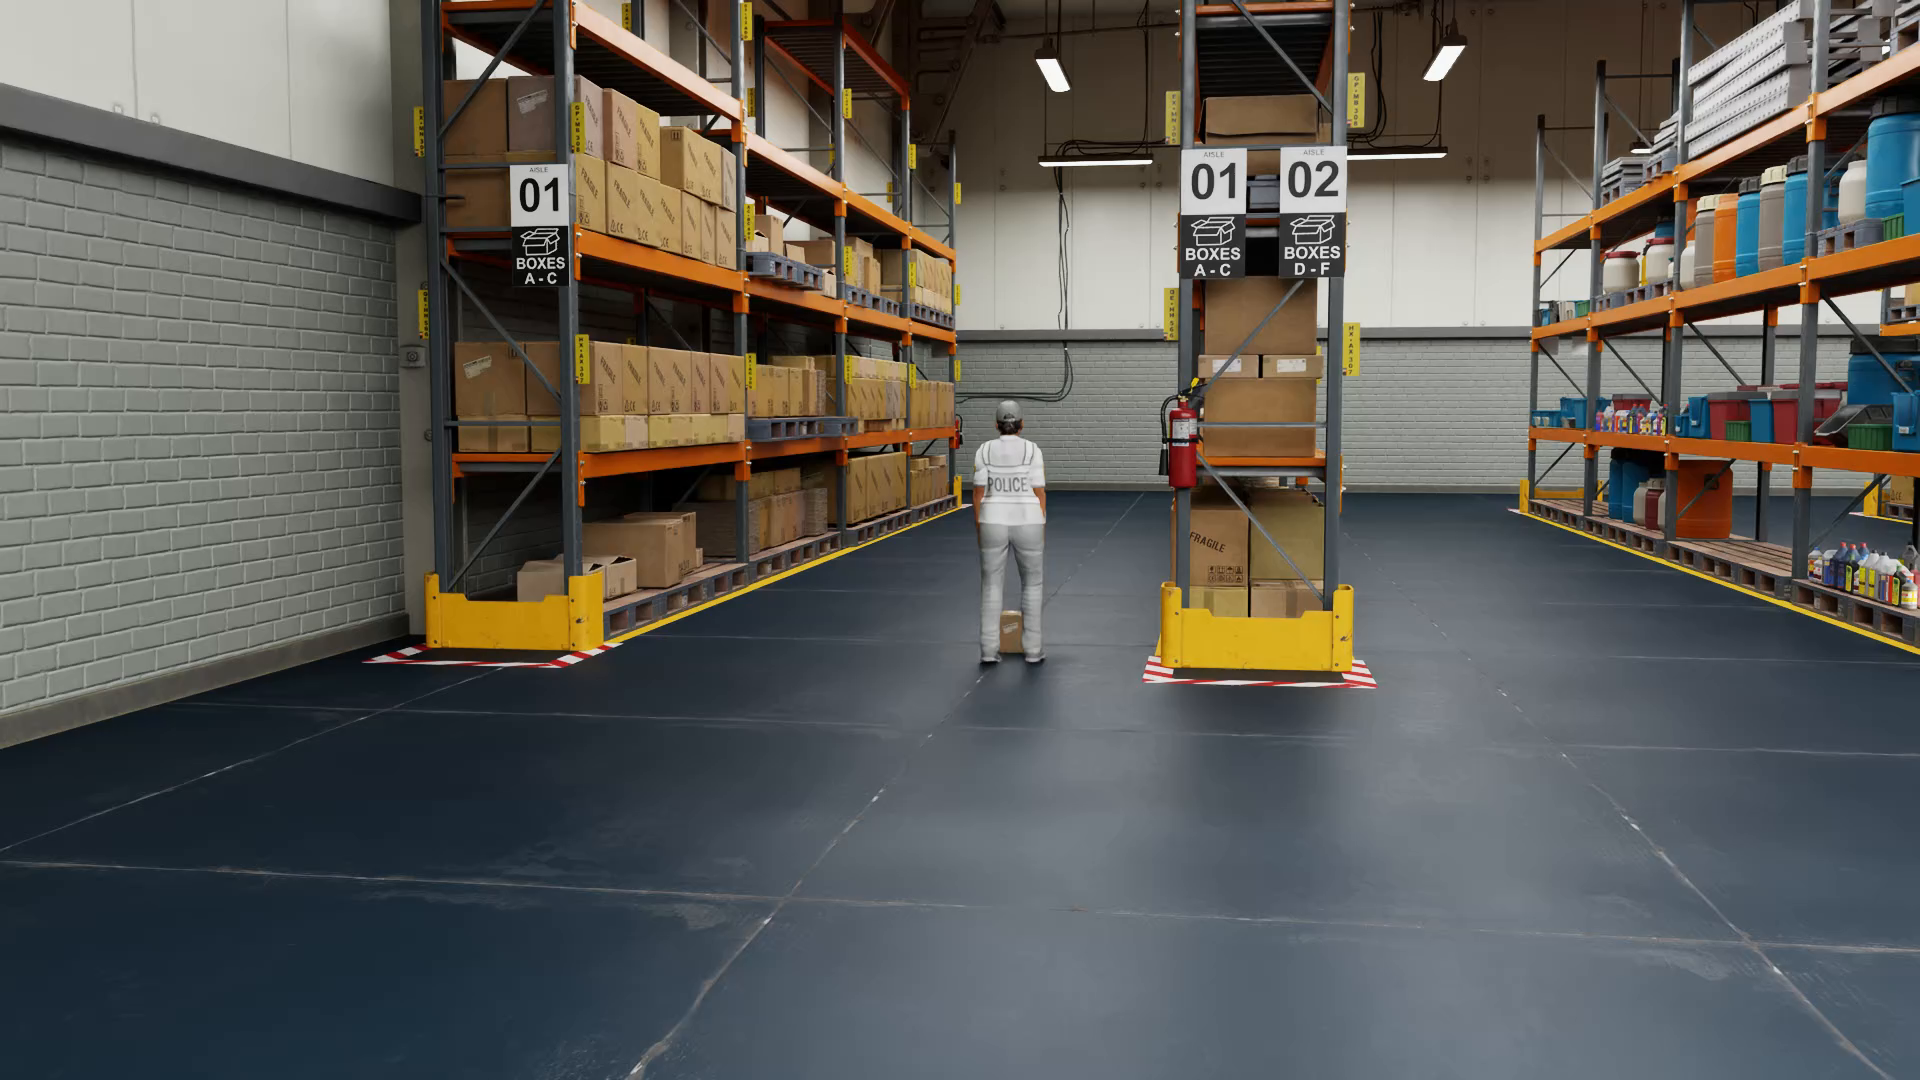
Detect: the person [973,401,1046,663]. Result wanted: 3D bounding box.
[{"bbox_3d":[0.316,-0.045,10.573,0.467,1.673,0.391,1,5,10],"label":"person"}]
